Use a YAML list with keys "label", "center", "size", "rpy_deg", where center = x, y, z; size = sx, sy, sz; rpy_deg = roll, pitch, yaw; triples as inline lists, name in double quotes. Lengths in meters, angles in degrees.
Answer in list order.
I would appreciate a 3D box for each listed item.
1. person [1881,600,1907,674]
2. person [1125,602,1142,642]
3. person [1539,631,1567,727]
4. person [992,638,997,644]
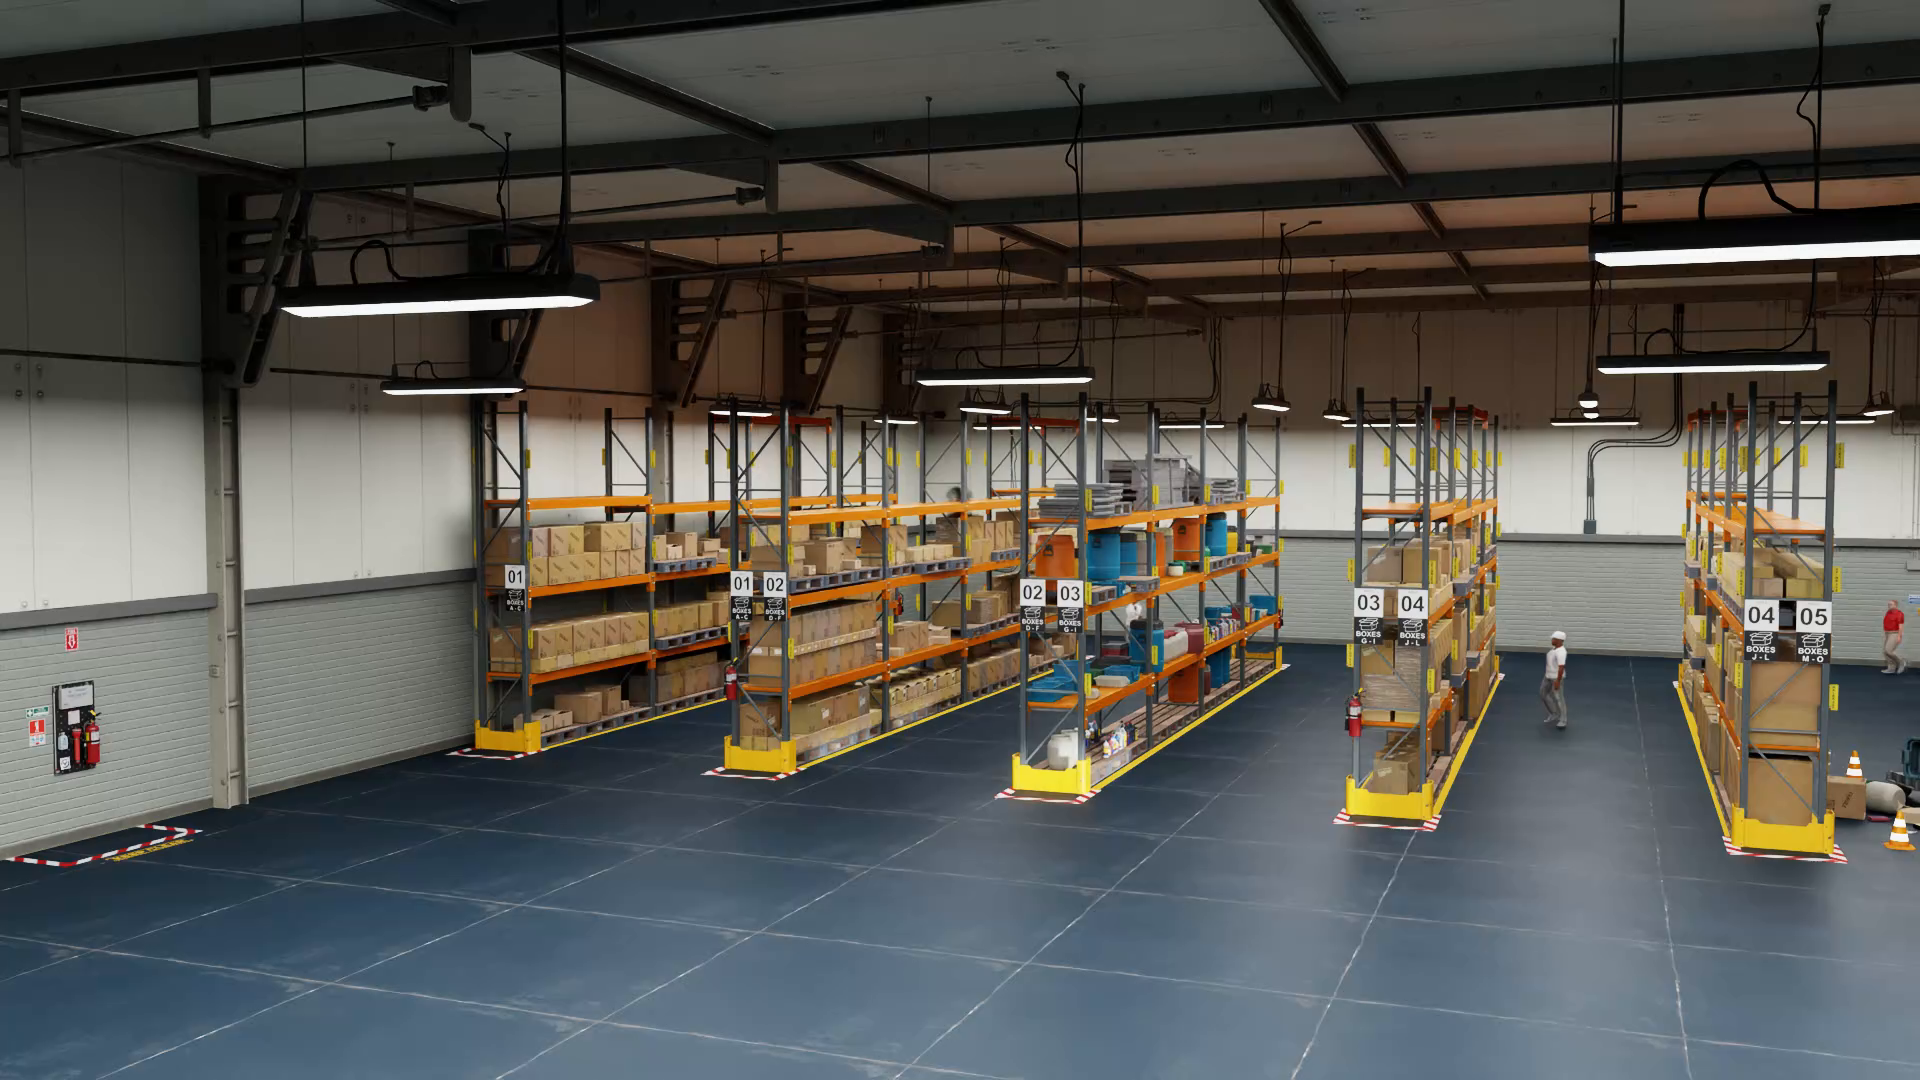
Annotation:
- label: "person"
  center: [21.665, 2.247, 38.626]
  size: [0.512, 1.717, 0.538]
  rpy_deg: [0, 3, 1]
- label: "person"
  center: [4.342, 2.146, 41.682]
  size: [0.458, 1.642, 0.951]
  rpy_deg: [1, 3, 16]
- label: "person"
  center: [11.179, 2.596, 31.223]
  size: [0.414, 1.776, 0.696]
  rpy_deg: [0, 3, -8]
- label: "person"
  center: [0.803, 1.984, 43.551]
  size: [0.655, 1.758, 0.577]
  rpy_deg: [1, 3, 20]
